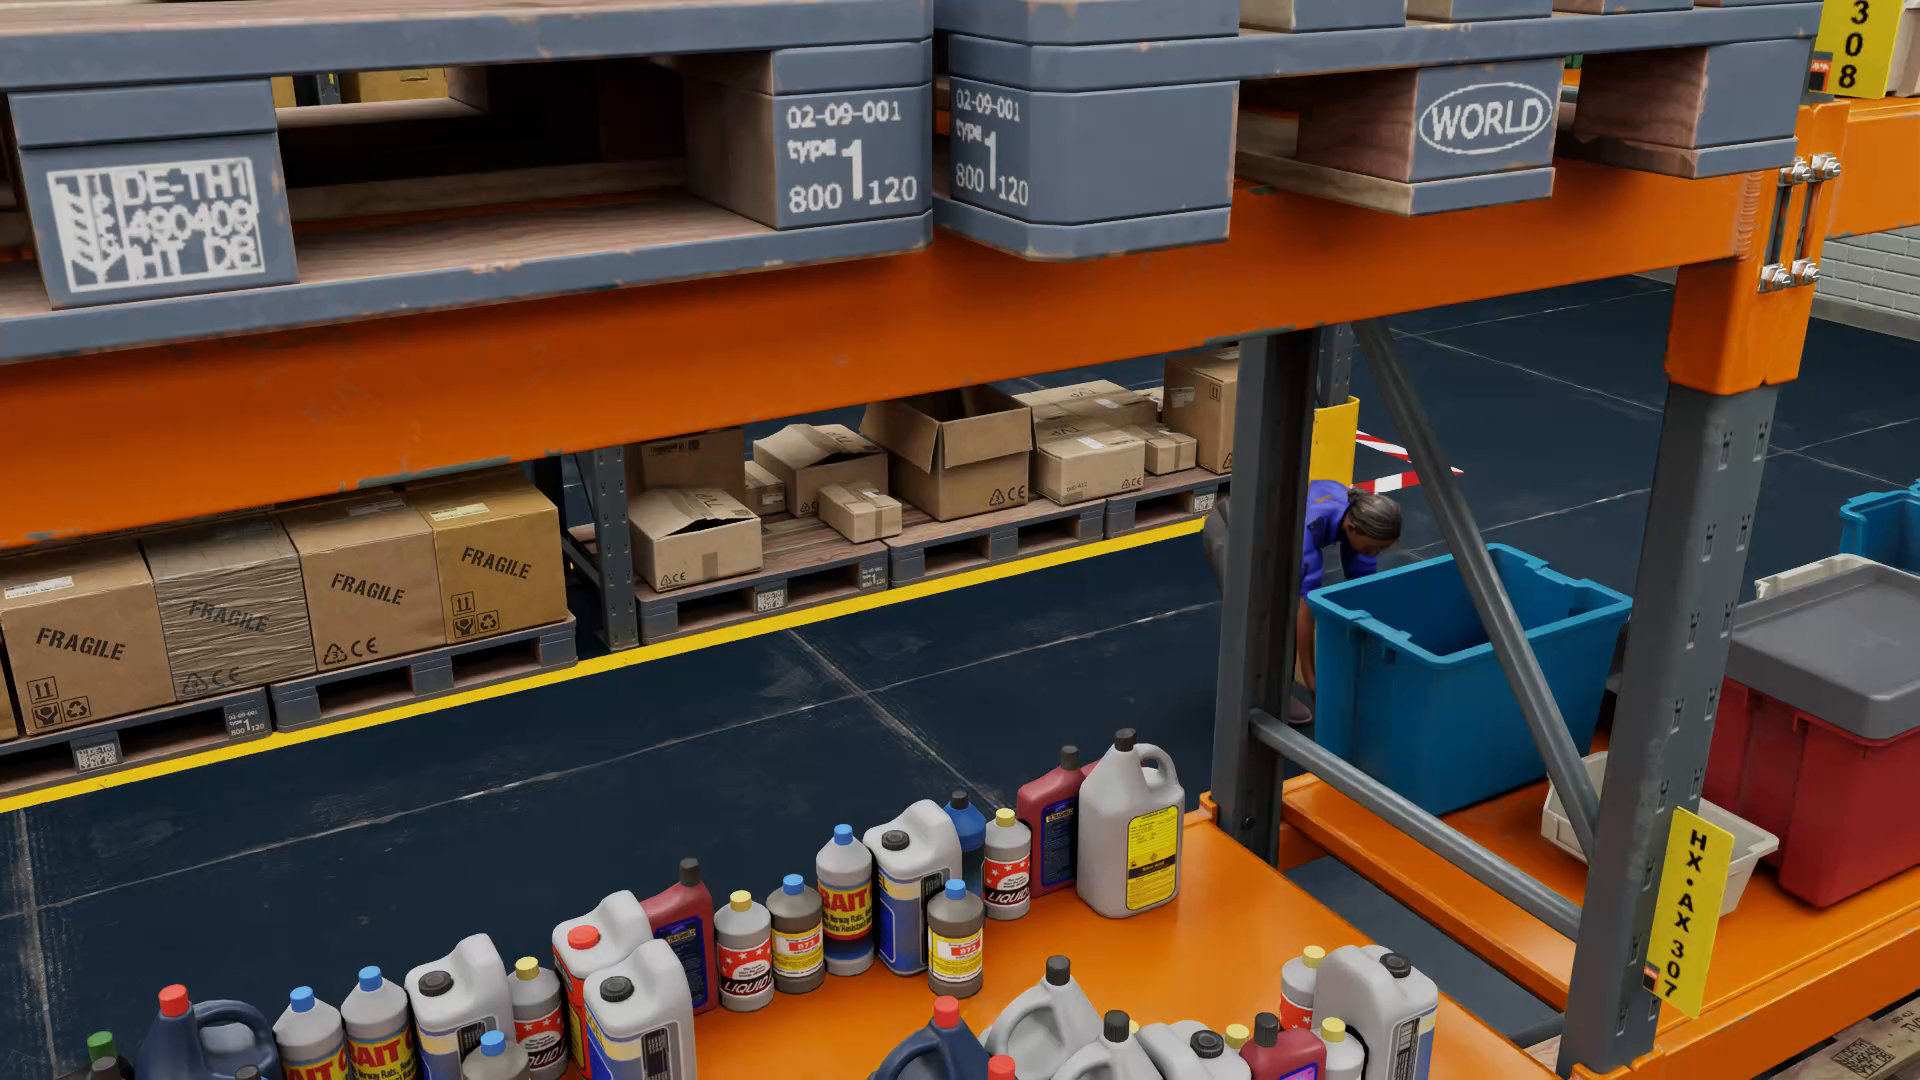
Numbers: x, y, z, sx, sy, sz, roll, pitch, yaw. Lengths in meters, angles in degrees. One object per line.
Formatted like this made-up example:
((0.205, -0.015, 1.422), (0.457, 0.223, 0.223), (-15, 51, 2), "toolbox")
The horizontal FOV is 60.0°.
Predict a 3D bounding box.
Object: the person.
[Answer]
((1.266, 0.252, 6.216), (0.443, 1.104, 0.850), (-14, 26, -31), "person")
